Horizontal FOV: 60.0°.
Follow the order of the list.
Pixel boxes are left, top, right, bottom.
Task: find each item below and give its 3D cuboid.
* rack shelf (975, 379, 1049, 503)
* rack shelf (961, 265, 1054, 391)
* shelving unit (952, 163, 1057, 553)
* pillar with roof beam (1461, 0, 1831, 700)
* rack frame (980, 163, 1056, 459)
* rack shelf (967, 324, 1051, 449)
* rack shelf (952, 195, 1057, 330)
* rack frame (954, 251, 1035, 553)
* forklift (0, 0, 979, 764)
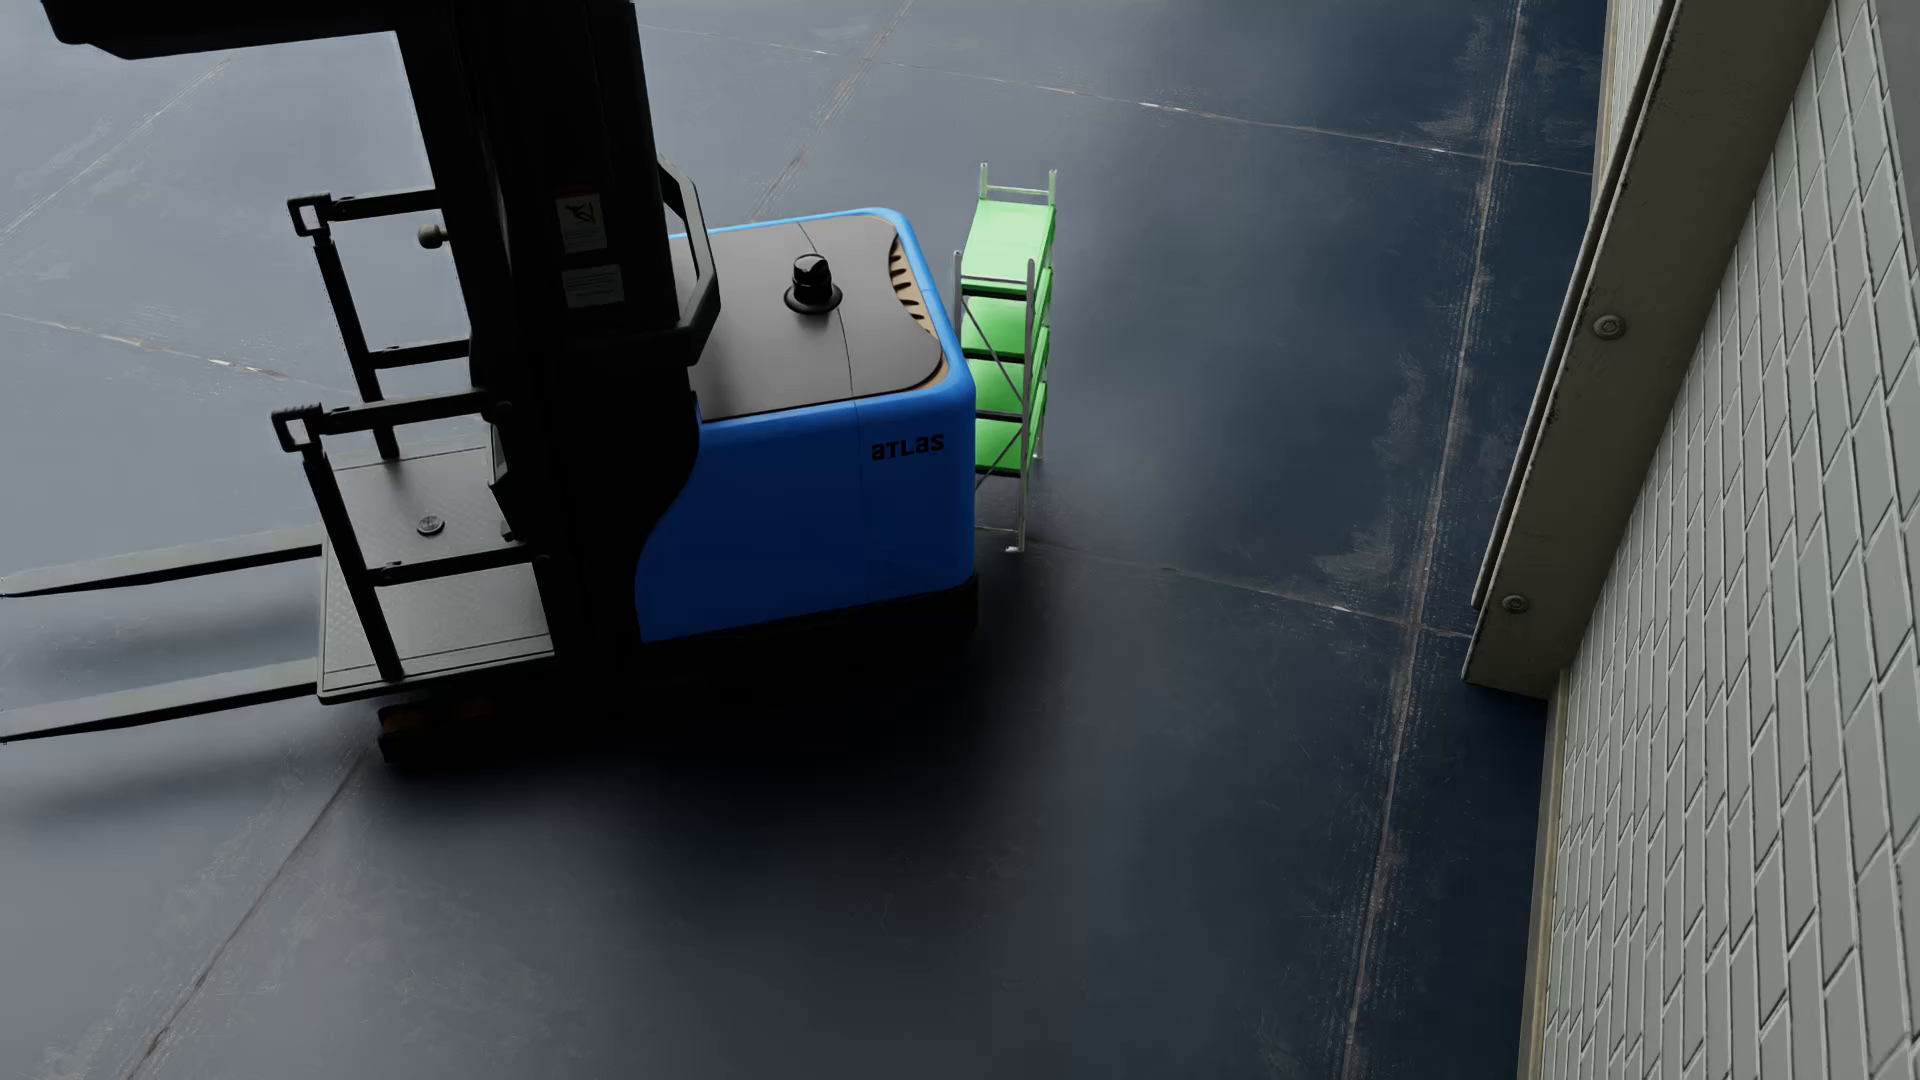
[{"bbox_3d":[0.142,-0.356,5.691,0.258,0.148,0.480,7,45,7],"label":"rack shelf"},{"bbox_3d":[0.142,-0.699,5.355,0.258,0.148,0.480,7,45,7],"label":"rack shelf"},{"bbox_3d":[0.142,-0.573,5.478,0.258,1.200,0.503,7,45,7],"label":"shelving unit"},{"bbox_3d":[-2.300,-3.781,3.180,9.100,9.000,0.400,13,46,13],"label":"pillar with roof beam"},{"bbox_3d":[0.183,-0.742,5.650,0.240,1.200,0.015,7,45,7],"label":"rack frame"},{"bbox_3d":[0.142,-0.528,5.523,0.258,0.148,0.480,7,45,7],"label":"rack shelf"},{"bbox_3d":[0.142,-0.871,5.187,0.258,0.148,0.480,7,45,7],"label":"rack shelf"},{"bbox_3d":[0.101,-0.405,5.306,0.240,1.200,0.015,7,45,7],"label":"rack frame"},{"bbox_3d":[-1.516,-0.784,4.456,3.031,2.935,1.130,-10,45,-10],"label":"forklift"}]
